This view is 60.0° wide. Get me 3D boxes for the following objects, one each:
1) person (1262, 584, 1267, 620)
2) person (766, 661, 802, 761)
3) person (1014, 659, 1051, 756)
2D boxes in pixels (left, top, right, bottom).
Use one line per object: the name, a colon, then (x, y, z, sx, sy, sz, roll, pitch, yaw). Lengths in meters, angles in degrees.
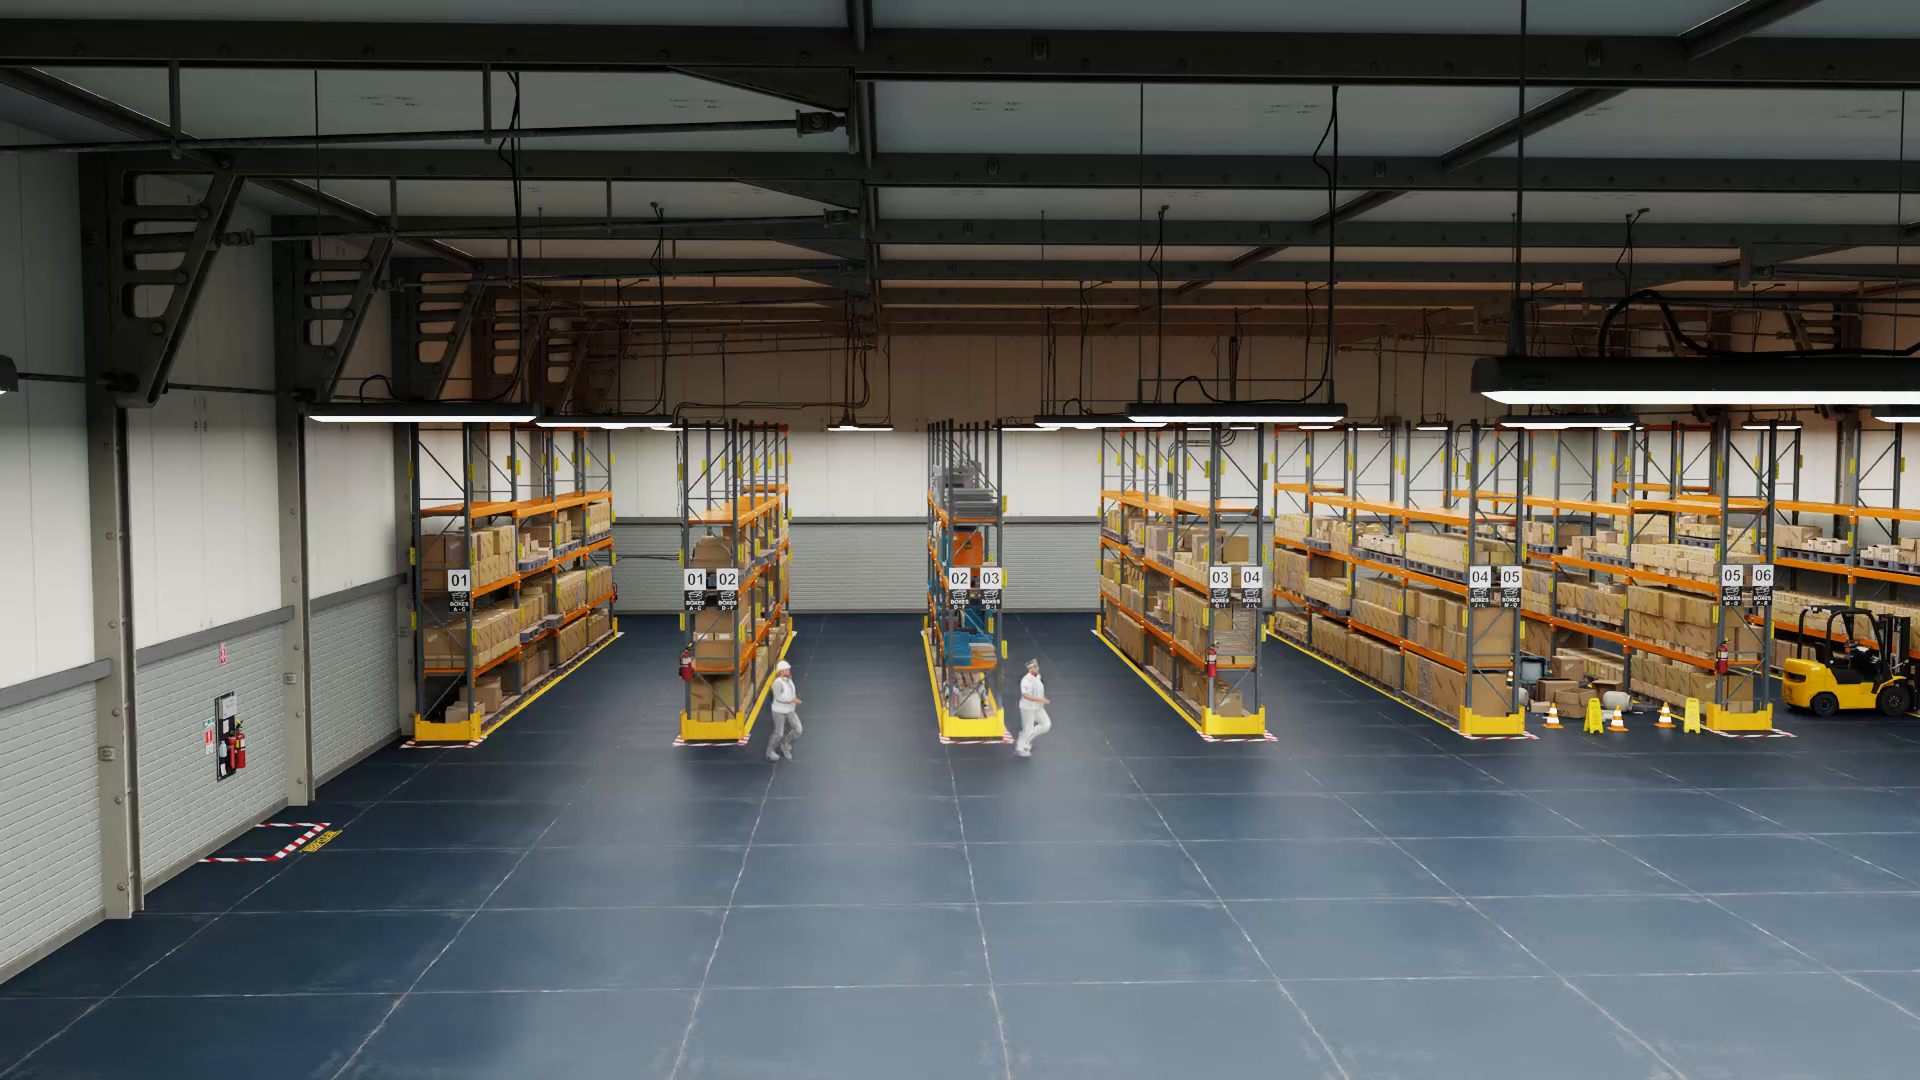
person: (8.647, 1.778, 48.874, 0.817, 1.617, 0.641, -1, 4, -12)
person: (-3.050, 2.984, 29.008, 0.777, 1.767, 0.624, 2, 4, 30)
person: (1.323, 2.957, 29.476, 0.744, 1.737, 0.691, 3, 4, 35)
